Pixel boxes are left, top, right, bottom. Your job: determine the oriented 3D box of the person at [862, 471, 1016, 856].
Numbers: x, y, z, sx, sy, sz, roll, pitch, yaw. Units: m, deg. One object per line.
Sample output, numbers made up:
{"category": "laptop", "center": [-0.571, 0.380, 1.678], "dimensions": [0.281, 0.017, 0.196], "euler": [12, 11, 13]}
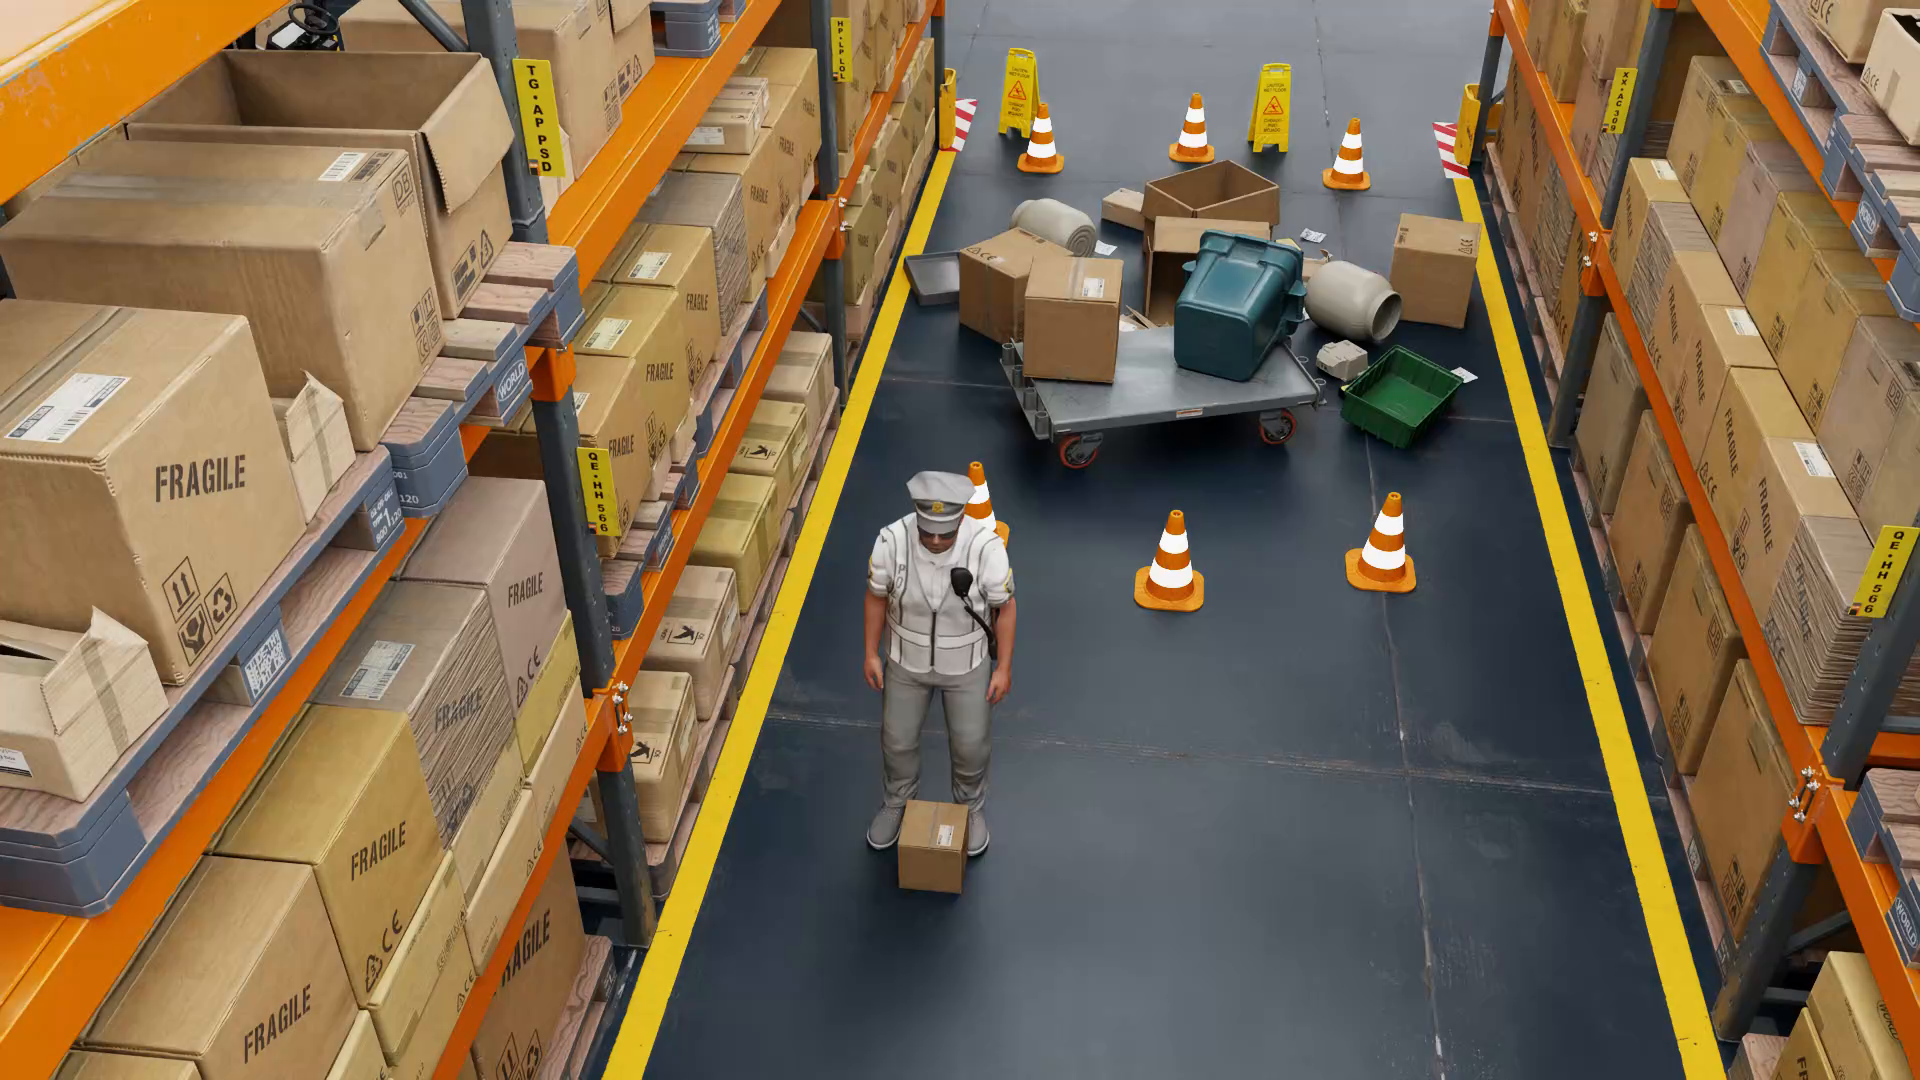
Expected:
{"category": "person", "center": [-0.081, 0.453, 6.408], "dimensions": [0.586, 1.748, 0.439], "euler": [4, 36, 6]}
